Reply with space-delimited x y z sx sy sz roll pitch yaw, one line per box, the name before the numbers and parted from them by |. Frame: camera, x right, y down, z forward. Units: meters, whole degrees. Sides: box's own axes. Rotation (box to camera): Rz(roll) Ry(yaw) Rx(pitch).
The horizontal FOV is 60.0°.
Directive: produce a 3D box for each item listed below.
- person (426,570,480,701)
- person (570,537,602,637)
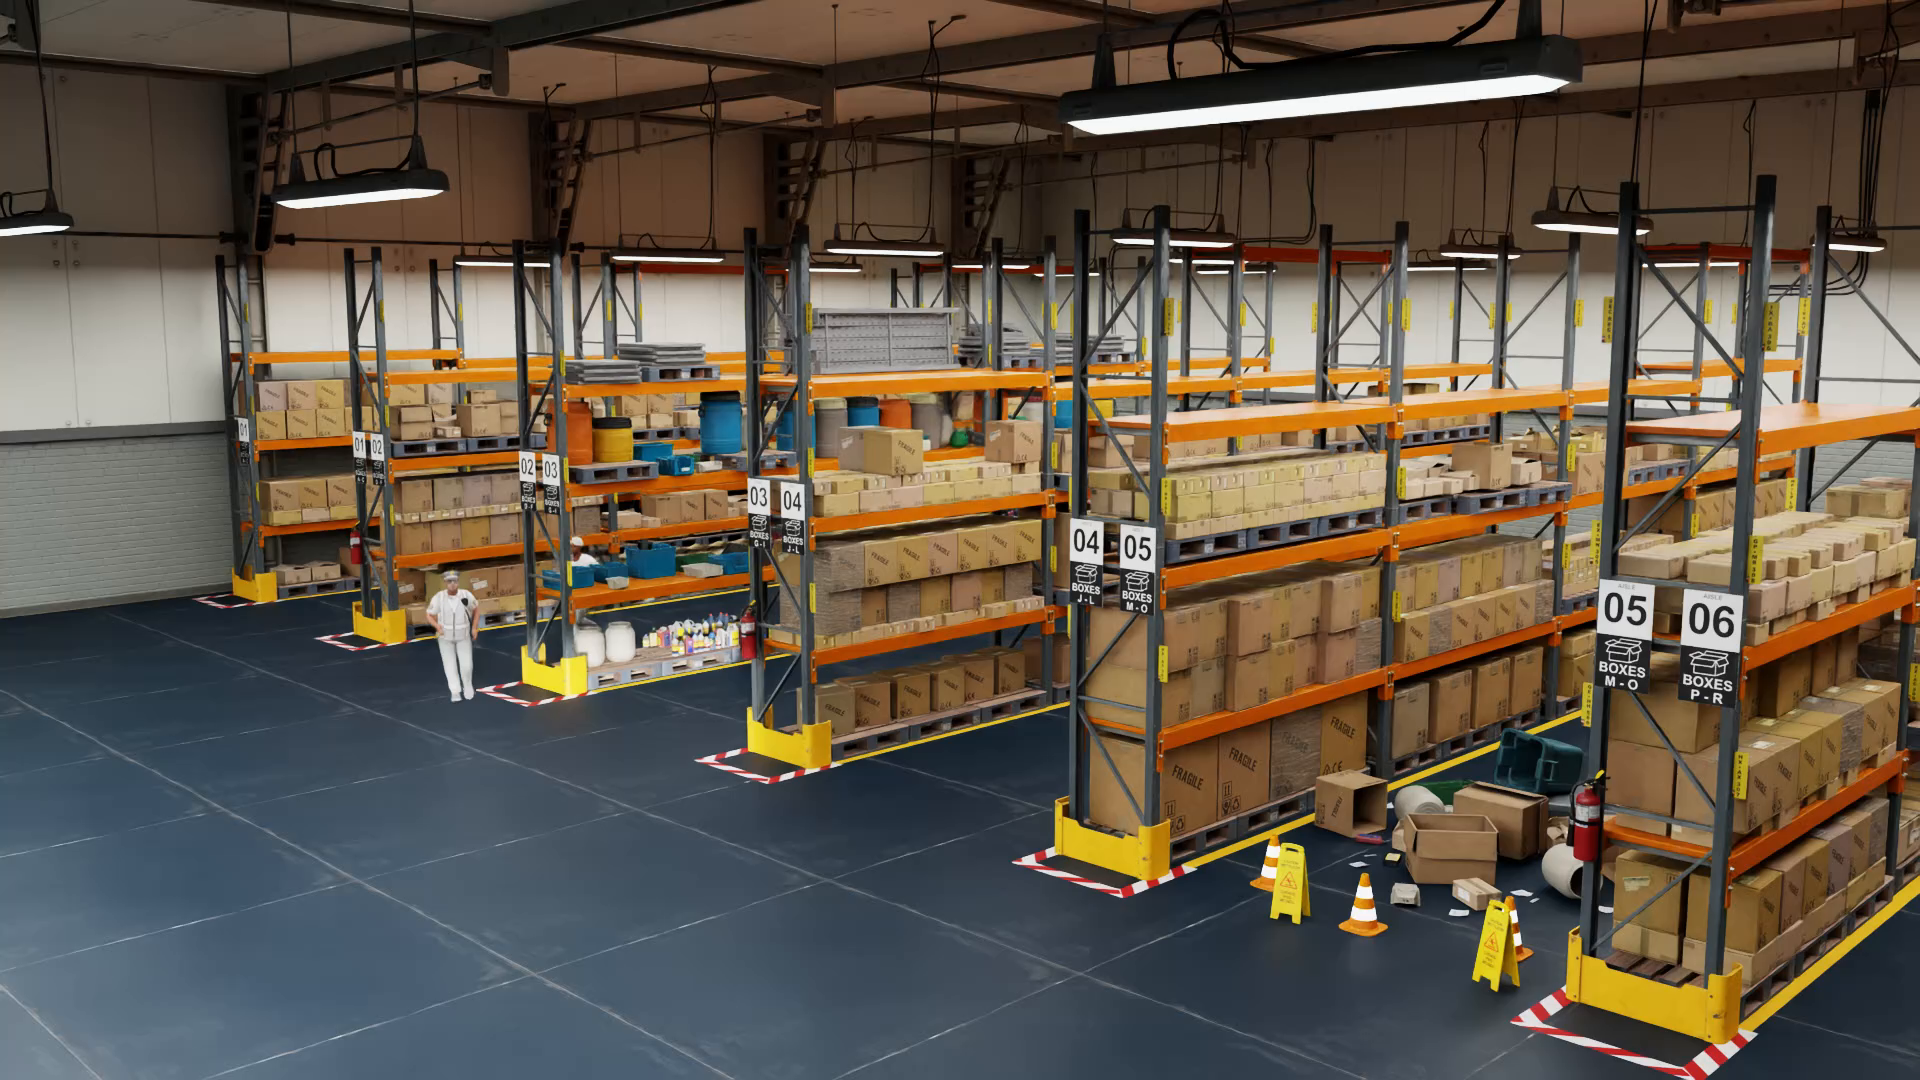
person | -6.556 1.257 21.555 0.674 1.744 0.578 -2 8 -16
person | -5.690 0.797 24.854 0.708 1.727 0.574 5 9 30
